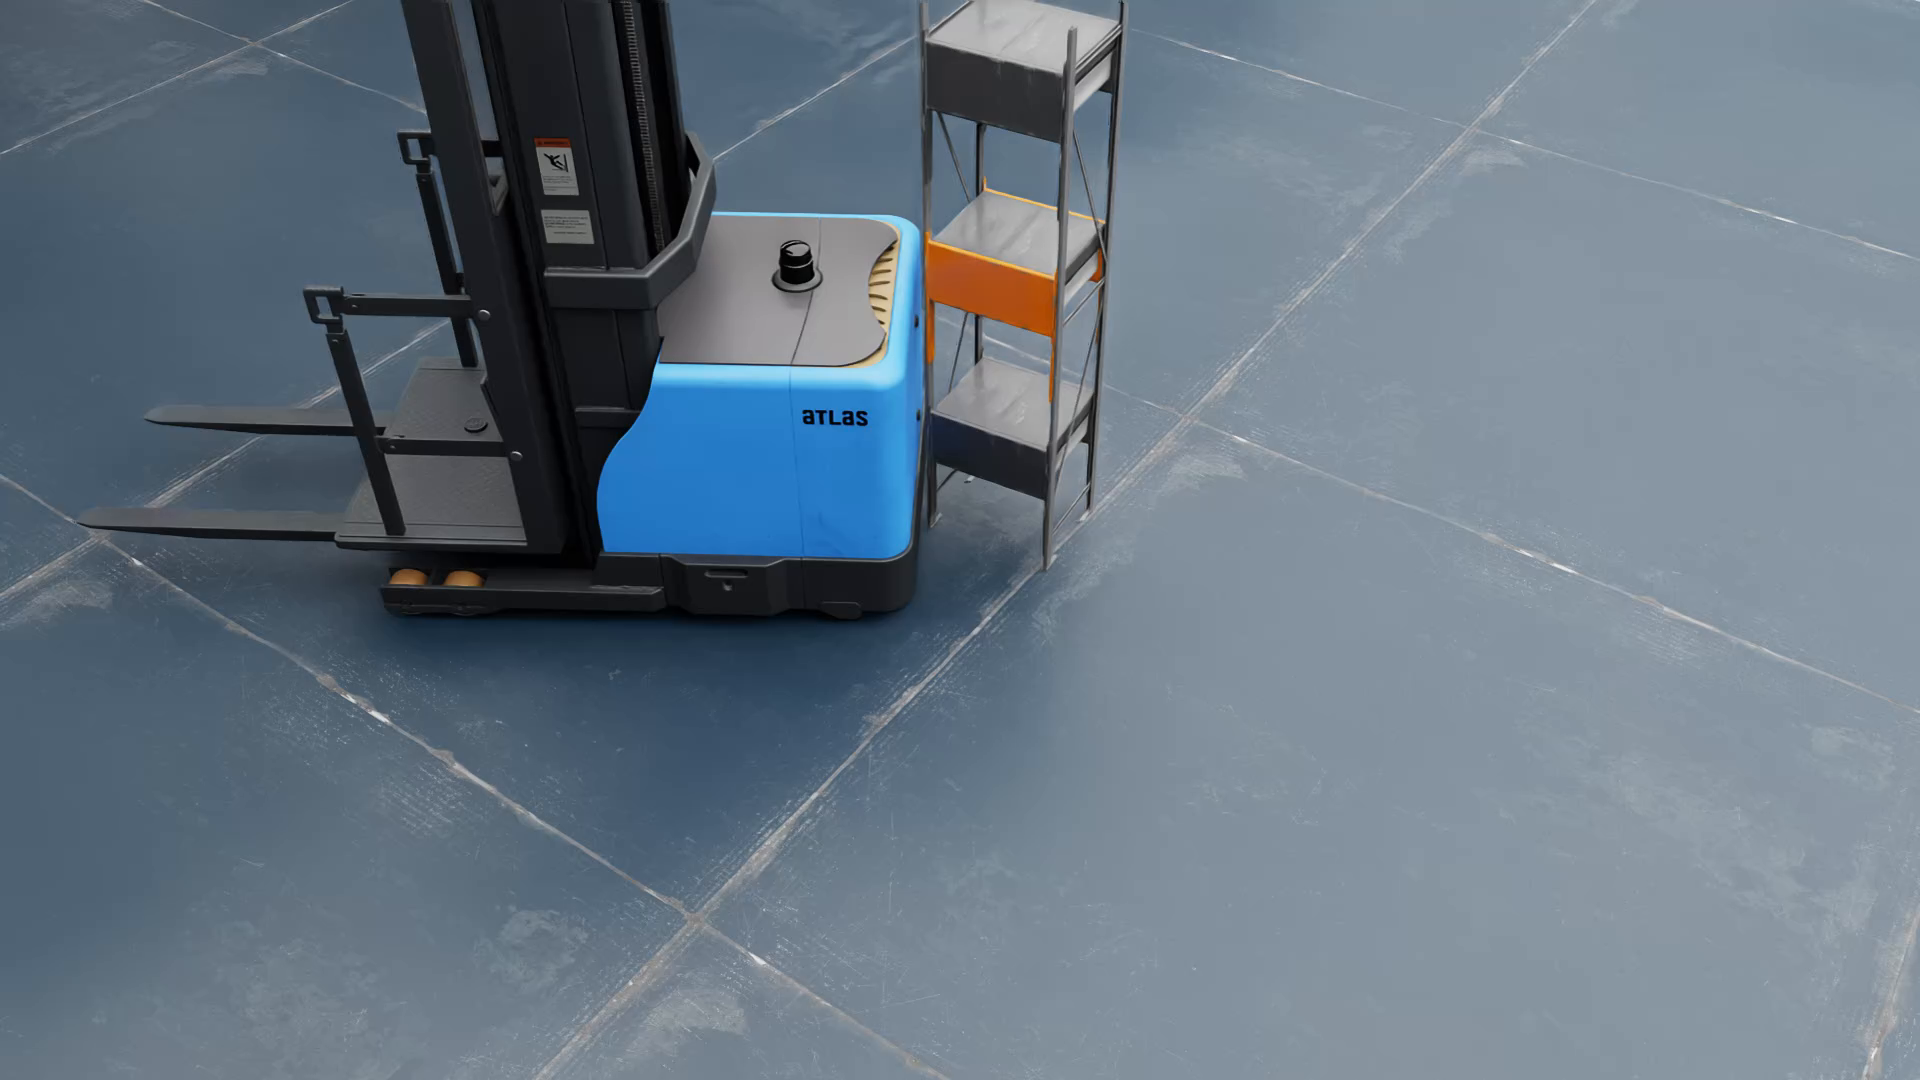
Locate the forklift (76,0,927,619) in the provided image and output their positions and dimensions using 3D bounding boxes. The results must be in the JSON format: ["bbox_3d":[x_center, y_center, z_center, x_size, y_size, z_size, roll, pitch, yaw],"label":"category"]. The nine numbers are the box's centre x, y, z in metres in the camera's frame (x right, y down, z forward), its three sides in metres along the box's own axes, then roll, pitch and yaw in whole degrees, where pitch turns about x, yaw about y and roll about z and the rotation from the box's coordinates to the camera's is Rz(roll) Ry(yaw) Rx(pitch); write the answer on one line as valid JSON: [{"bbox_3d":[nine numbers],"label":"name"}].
[{"bbox_3d":[-1.660,-1.172,5.362,3.031,2.935,1.130,2,42,2],"label":"forklift"}]

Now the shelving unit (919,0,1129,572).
[{"bbox_3d":[0.194,-0.862,5.639,0.503,2.100,0.431,20,46,21],"label":"shelving unit"}]

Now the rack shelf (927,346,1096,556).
[{"bbox_3d":[0.194,-0.330,6.115,0.480,0.518,0.431,20,46,21],"label":"rack shelf"}]

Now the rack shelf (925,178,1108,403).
[{"bbox_3d":[0.194,-0.852,5.648,0.480,0.518,0.431,20,46,21],"label":"rack shelf"}]

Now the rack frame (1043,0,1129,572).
[{"bbox_3d":[0.409,-0.784,5.552,0.015,2.100,0.400,20,46,21],"label":"rack frame"}]

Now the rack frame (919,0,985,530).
[{"bbox_3d":[-0.020,-0.940,5.726,0.015,2.100,0.400,20,46,21],"label":"rack frame"}]

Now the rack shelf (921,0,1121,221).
[{"bbox_3d":[0.194,-1.374,5.181,0.480,0.518,0.431,20,46,21],"label":"rack shelf"}]
